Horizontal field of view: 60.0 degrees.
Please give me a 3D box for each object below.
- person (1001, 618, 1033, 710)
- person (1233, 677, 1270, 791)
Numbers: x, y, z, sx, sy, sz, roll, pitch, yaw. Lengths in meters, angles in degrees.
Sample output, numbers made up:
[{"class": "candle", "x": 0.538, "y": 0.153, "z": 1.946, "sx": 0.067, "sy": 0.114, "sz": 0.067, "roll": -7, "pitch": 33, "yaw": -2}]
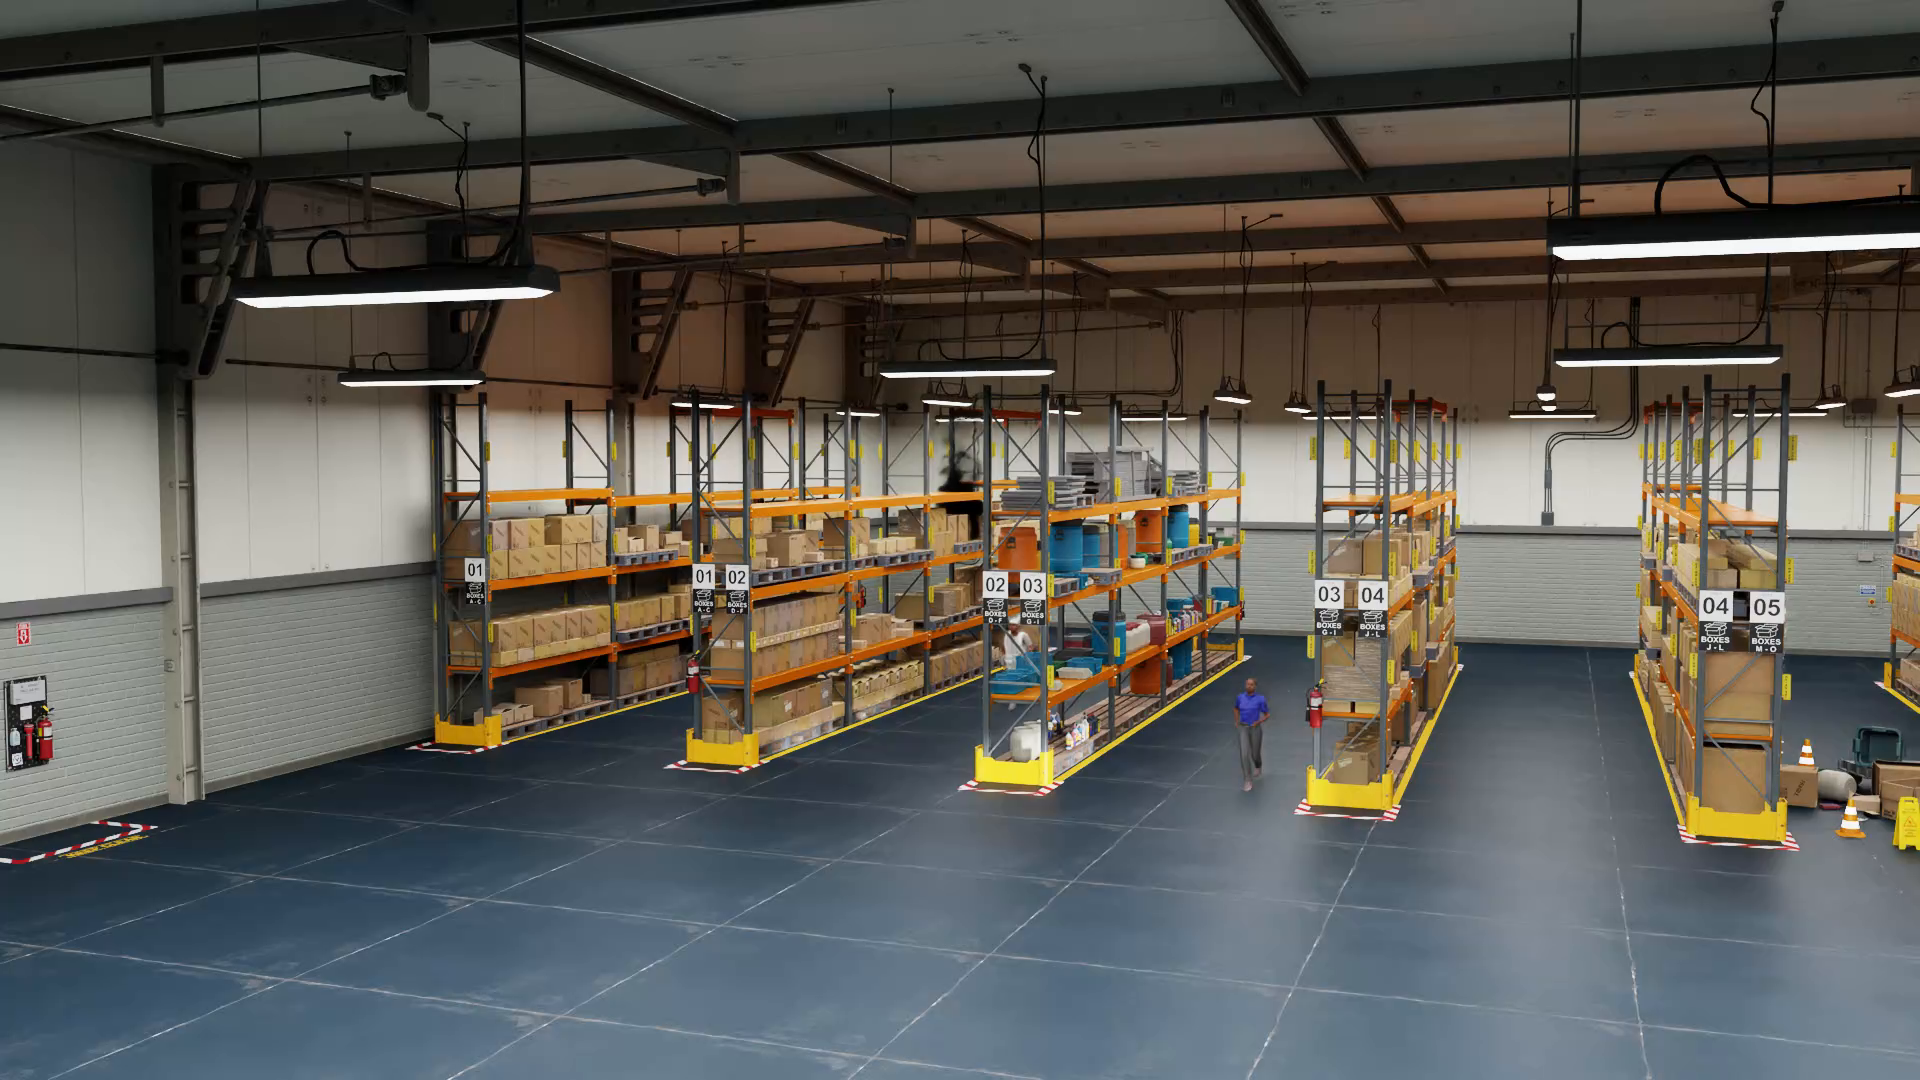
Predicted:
[{"class": "person", "x": 1.095, "y": 2.407, "z": 32.405, "sx": 0.674, "sy": 1.768, "sz": 0.749, "roll": 1, "pitch": 3, "yaw": 20}, {"class": "person", "x": 4.348, "y": 2.878, "z": 24.886, "sx": 0.571, "sy": 1.653, "sz": 0.787, "roll": 1, "pitch": 3, "yaw": 20}]
